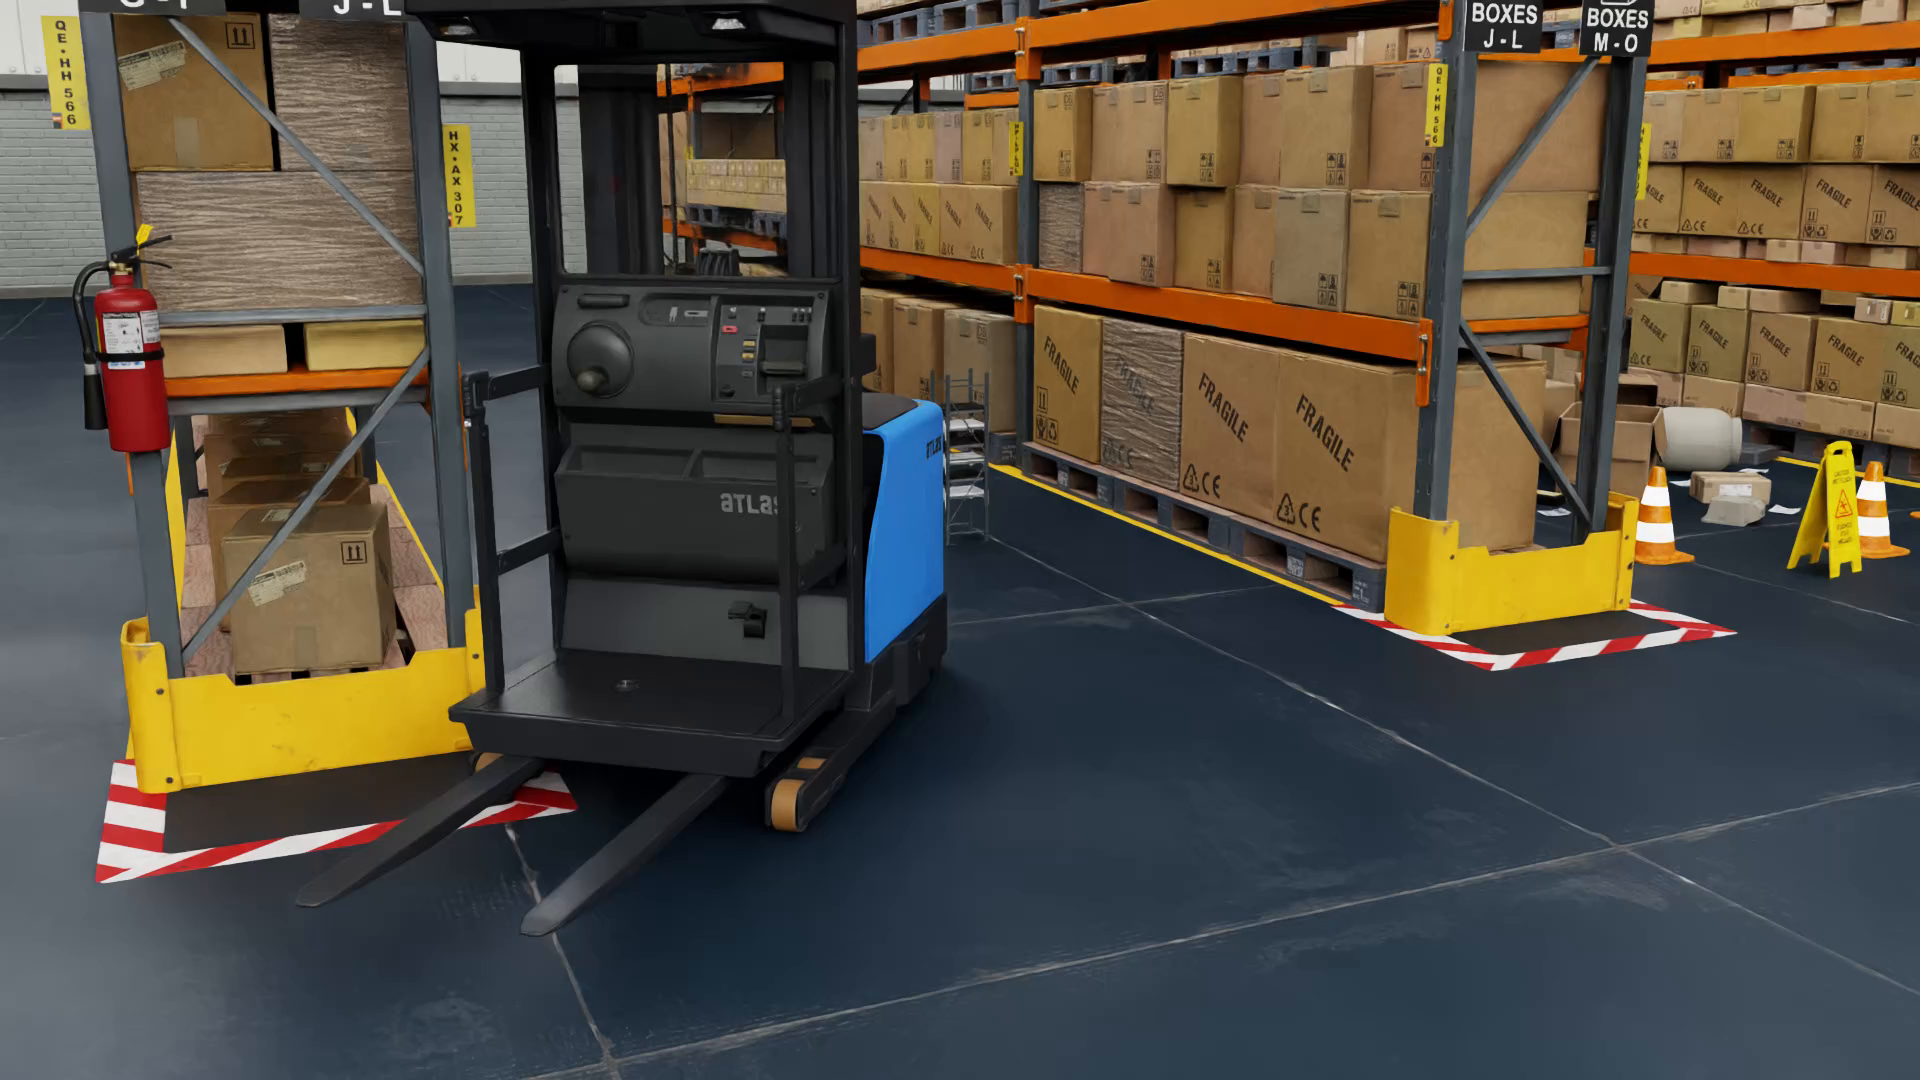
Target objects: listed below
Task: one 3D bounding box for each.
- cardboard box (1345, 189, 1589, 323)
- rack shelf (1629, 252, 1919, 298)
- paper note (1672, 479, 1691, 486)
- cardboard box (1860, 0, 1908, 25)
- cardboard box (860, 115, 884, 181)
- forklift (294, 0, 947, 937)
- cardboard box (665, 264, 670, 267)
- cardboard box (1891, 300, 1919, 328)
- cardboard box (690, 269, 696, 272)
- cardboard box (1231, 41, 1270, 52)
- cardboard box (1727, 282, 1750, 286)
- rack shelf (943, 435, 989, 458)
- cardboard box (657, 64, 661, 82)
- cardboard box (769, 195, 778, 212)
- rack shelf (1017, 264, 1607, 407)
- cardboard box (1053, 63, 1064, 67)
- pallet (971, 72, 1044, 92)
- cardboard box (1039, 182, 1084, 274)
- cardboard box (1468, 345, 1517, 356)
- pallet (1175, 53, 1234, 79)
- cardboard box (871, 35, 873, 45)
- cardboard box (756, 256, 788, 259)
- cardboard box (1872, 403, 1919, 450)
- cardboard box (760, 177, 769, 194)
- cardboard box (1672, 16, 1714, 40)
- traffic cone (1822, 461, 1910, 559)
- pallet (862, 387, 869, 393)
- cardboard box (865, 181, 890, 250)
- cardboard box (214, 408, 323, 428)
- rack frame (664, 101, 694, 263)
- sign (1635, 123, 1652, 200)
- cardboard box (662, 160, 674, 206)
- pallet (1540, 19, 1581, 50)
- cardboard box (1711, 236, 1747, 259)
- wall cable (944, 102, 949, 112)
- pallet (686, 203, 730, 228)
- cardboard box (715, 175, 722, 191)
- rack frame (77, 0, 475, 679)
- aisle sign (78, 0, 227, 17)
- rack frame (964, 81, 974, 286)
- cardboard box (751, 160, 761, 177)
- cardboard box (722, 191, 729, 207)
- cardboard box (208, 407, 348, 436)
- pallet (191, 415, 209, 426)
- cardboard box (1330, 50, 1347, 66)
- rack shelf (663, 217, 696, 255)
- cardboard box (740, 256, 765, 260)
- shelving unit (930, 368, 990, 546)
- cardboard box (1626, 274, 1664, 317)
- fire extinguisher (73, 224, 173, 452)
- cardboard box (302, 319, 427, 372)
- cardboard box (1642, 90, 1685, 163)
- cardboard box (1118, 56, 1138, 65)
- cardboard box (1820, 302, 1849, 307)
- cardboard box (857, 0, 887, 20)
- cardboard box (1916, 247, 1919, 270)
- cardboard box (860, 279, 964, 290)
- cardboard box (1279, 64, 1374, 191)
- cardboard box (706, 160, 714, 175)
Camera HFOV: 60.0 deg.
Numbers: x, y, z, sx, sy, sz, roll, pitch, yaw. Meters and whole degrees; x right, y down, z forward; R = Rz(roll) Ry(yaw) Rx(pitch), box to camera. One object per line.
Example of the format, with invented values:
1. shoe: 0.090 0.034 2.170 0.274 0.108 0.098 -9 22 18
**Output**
1. cardboard box: 2.260 -1.286 7.441 0.875 0.550 0.550 -6 14 -23
2. rack shelf: 6.144 -1.671 11.033 1.077 0.370 4.000 -6 14 -23
3. paper note: 4.540 -0.361 10.387 0.148 0.019 0.142 -1 13 -4
4. cardboard box: 5.890 -3.309 10.420 0.380 0.149 0.250 -6 14 -24
5. cardboard box: -0.380 -3.131 13.306 0.700 0.500 0.500 -6 14 -24
6. forklift: -0.919 -0.636 5.118 1.130 2.935 3.031 3 13 14
7. cardboard box: -3.840 -3.366 20.835 0.380 0.149 0.250 -5 14 -22
8. cardboard box: 6.079 -1.419 10.412 0.380 0.149 0.250 -5 14 -22
9. cardboard box: -3.039 -3.192 20.080 0.380 0.149 0.250 -6 14 -25
10. cardboard box: 3.170 -5.163 16.721 0.700 0.500 0.500 -6 15 -26
11. cardboard box: 8.524 -2.628 17.907 0.875 0.625 0.625 -5 14 -21
12. rack shelf: -0.003 -0.495 8.763 0.258 0.077 0.200 -6 14 -23
13. cardboard box: -3.194 -5.294 18.772 0.500 0.250 0.500 -6 14 -24
14. cardboard box: -1.471 -2.987 14.750 0.380 0.149 0.250 -6 14 -23
15. rack shelf: 1.649 -1.203 9.011 1.077 0.370 4.000 -6 14 -23
16. cardboard box: 1.568 -6.128 20.662 0.797 0.503 0.637 -4 14 -19
17. pallet: 0.842 -6.180 22.463 1.003 0.211 1.213 -6 14 -23
18. cardboard box: 1.006 -1.965 10.374 0.875 0.550 0.550 -6 14 -23
19. cardboard box: 3.724 -1.419 12.212 0.500 0.500 0.500 -6 14 -23
20. pallet: 2.983 -4.990 17.542 1.003 0.211 1.213 -5 14 -20
21. cardboard box: -0.740 -4.445 14.550 0.500 0.500 0.500 -6 14 -23
22. cardboard box: -1.827 -2.841 17.440 0.500 0.250 0.500 -6 14 -24
23. cardboard box: 6.174 -0.724 10.511 0.500 0.250 0.500 -6 14 -23
24. cardboard box: -1.586 -3.190 14.968 0.380 0.149 0.250 -5 14 -22
25. cardboard box: 5.294 -3.628 11.797 0.380 0.149 0.250 -6 14 -23
26. traffic cone: 4.710 -0.174 8.596 0.336 0.463 0.334 -6 14 -23
27. pallet: -0.508 -1.265 13.867 1.003 0.211 1.213 -6 14 -23
28. cardboard box: -0.414 -2.516 12.866 0.500 0.500 0.500 -6 14 -23
29. cardboard box: -3.614 -0.440 8.732 0.500 0.500 0.500 -6 14 -25
30. rack frame: -3.959 -4.446 21.427 1.000 3.000 0.127 -6 14 -23
31. sign: 2.961 -1.650 7.249 0.100 0.325 0.005 -6 14 -23
32. cardboard box: -3.017 -3.995 18.597 0.500 0.500 0.500 -6 14 -25
33. pallet: 5.193 -3.942 13.013 1.213 0.211 1.003 -6 14 -23
34. cardboard box: 5.525 -2.064 11.695 0.380 0.149 0.250 -5 14 -21
35. wall cable: -0.450 -6.702 28.923 0.588 1.984 0.122 -6 14 -23
36. pallet: -2.184 -3.355 17.139 1.003 0.211 1.213 -6 14 -23
37. cardboard box: -2.197 -3.508 16.340 0.380 0.149 0.250 -5 14 -21
38. rack frame: -2.135 -0.713 5.299 1.000 3.000 0.127 -6 14 -23
39. aisle sign: -2.385 -1.940 4.834 0.394 0.787 0.004 -6 14 -23
40. rack frame: 0.536 -4.914 23.449 1.000 3.000 0.127 -6 14 -23
41. cardboard box: -1.685 -3.386 15.154 0.380 0.149 0.250 -5 14 -21
42. cardboard box: -2.093 -3.310 16.143 0.380 0.149 0.250 -6 14 -24
43. cardboard box: -3.964 -0.665 9.659 0.700 0.500 0.500 -7 15 -27
44. pallet: -5.028 -0.846 12.057 1.003 0.211 1.213 -6 14 -23
45. cardboard box: 3.711 -4.520 15.651 0.380 0.149 0.250 -6 14 -23
46. rack shelf: -3.158 -3.682 19.723 1.077 0.370 4.000 -6 14 -23
47. cardboard box: -2.303 -2.795 17.244 0.500 0.250 0.500 -6 14 -25
48. shelving unit: -0.003 -0.440 8.776 0.258 0.900 0.210 -6 14 -23
49. cardboard box: 7.921 -2.765 18.777 0.500 0.500 0.500 -5 14 -21
50. fire extinguisher: -2.512 -0.610 5.026 0.296 0.674 0.183 -6 14 -23
51. cardboard box: -2.031 -0.671 5.675 0.380 0.149 0.250 -6 14 -23
52. cardboard box: 5.320 -3.005 12.102 0.700 0.500 0.500 -6 14 -24
53. cardboard box: 2.018 -5.553 18.925 0.396 0.266 0.258 -6 14 -23
54. cardboard box: 6.031 -1.462 12.039 0.500 0.500 0.500 -5 14 -22
55. cardboard box: -0.666 -4.295 13.167 0.500 0.311 0.500 -6 14 -23
56. cardboard box: 6.208 -1.757 10.367 0.380 0.149 0.250 -5 14 -22
57. cardboard box: -0.593 -1.768 13.914 1.050 0.750 0.750 -6 14 -24
58. cardboard box: 2.032 -1.925 7.807 0.875 0.550 0.550 -6 14 -23
59. cardboard box: -2.305 -3.707 16.539 0.380 0.149 0.250 -6 14 -24
